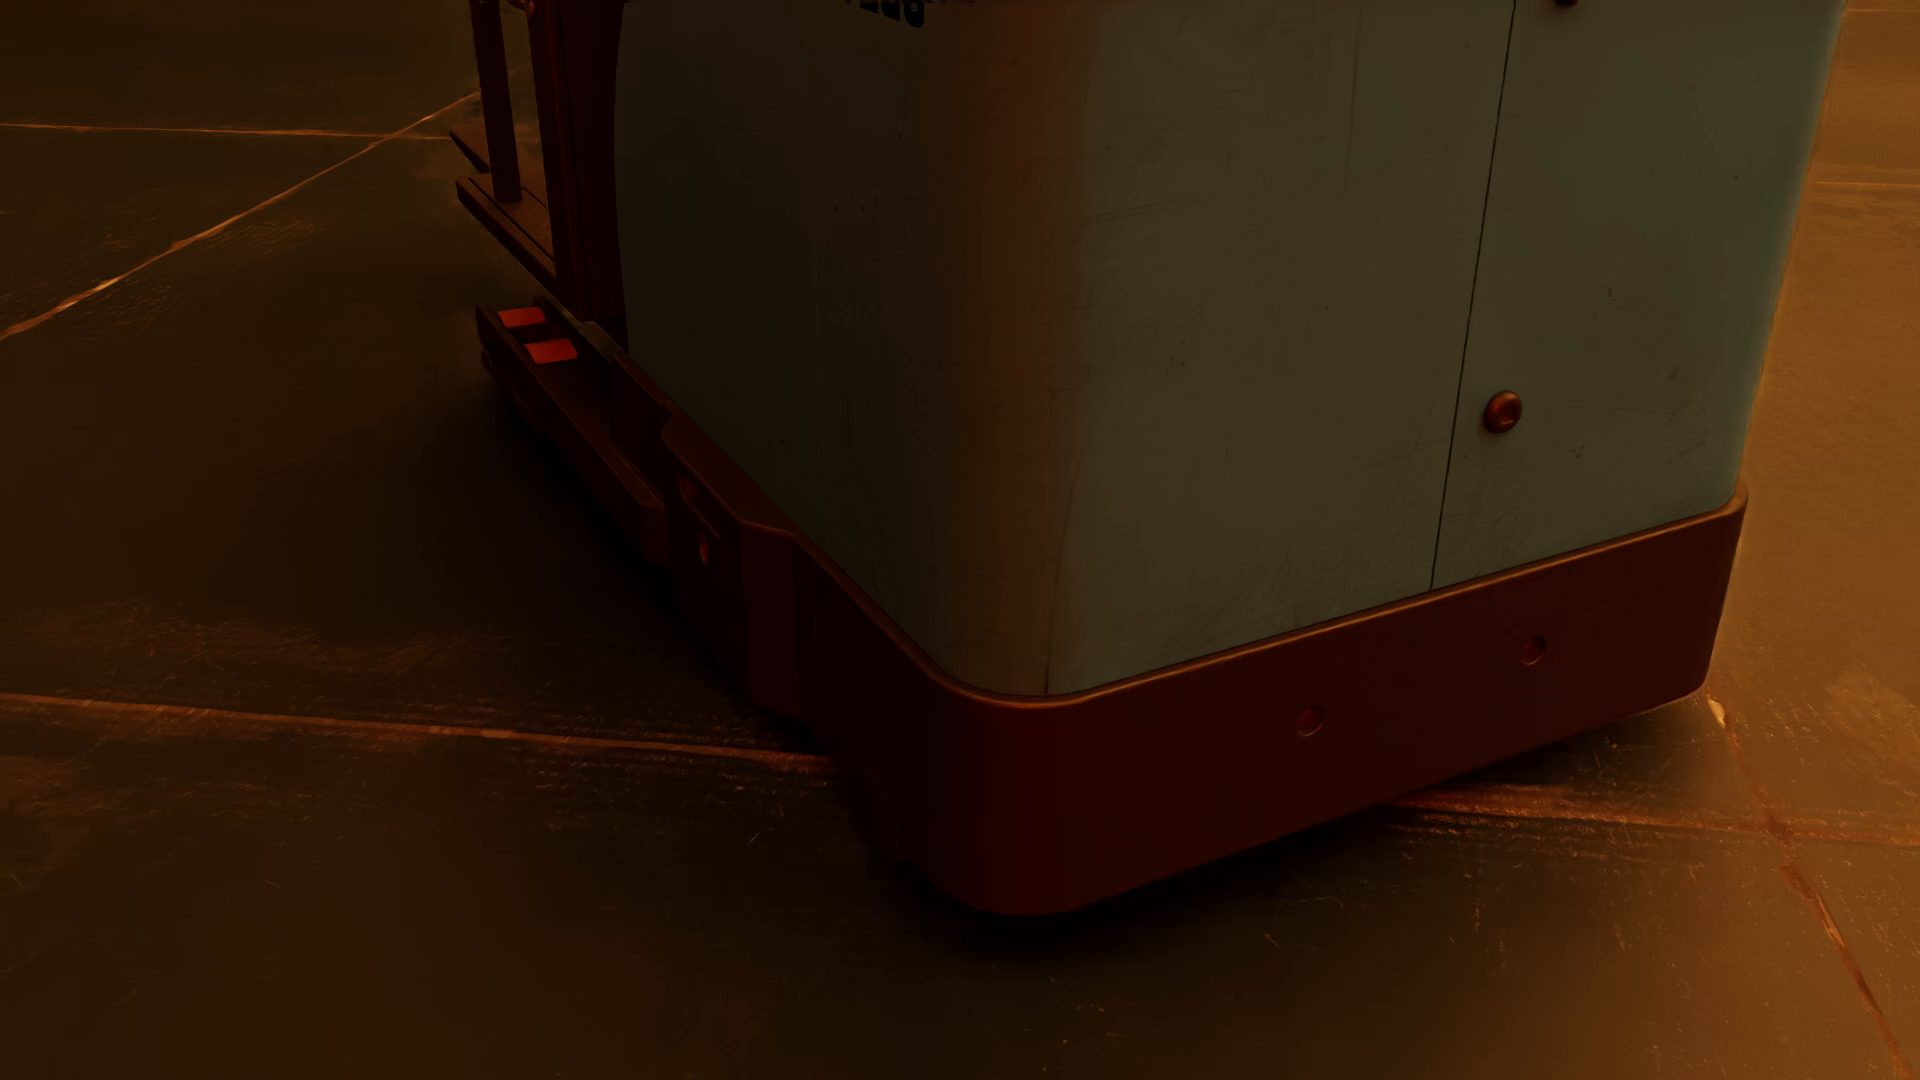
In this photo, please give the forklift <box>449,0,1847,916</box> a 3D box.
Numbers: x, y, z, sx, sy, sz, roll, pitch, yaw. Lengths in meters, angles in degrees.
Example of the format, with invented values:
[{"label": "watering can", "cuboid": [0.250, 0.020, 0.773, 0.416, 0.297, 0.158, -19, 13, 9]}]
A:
[{"label": "forklift", "cuboid": [-0.217, -1.573, 2.371, 1.130, 2.935, 3.031, -13, 29, -25]}]
